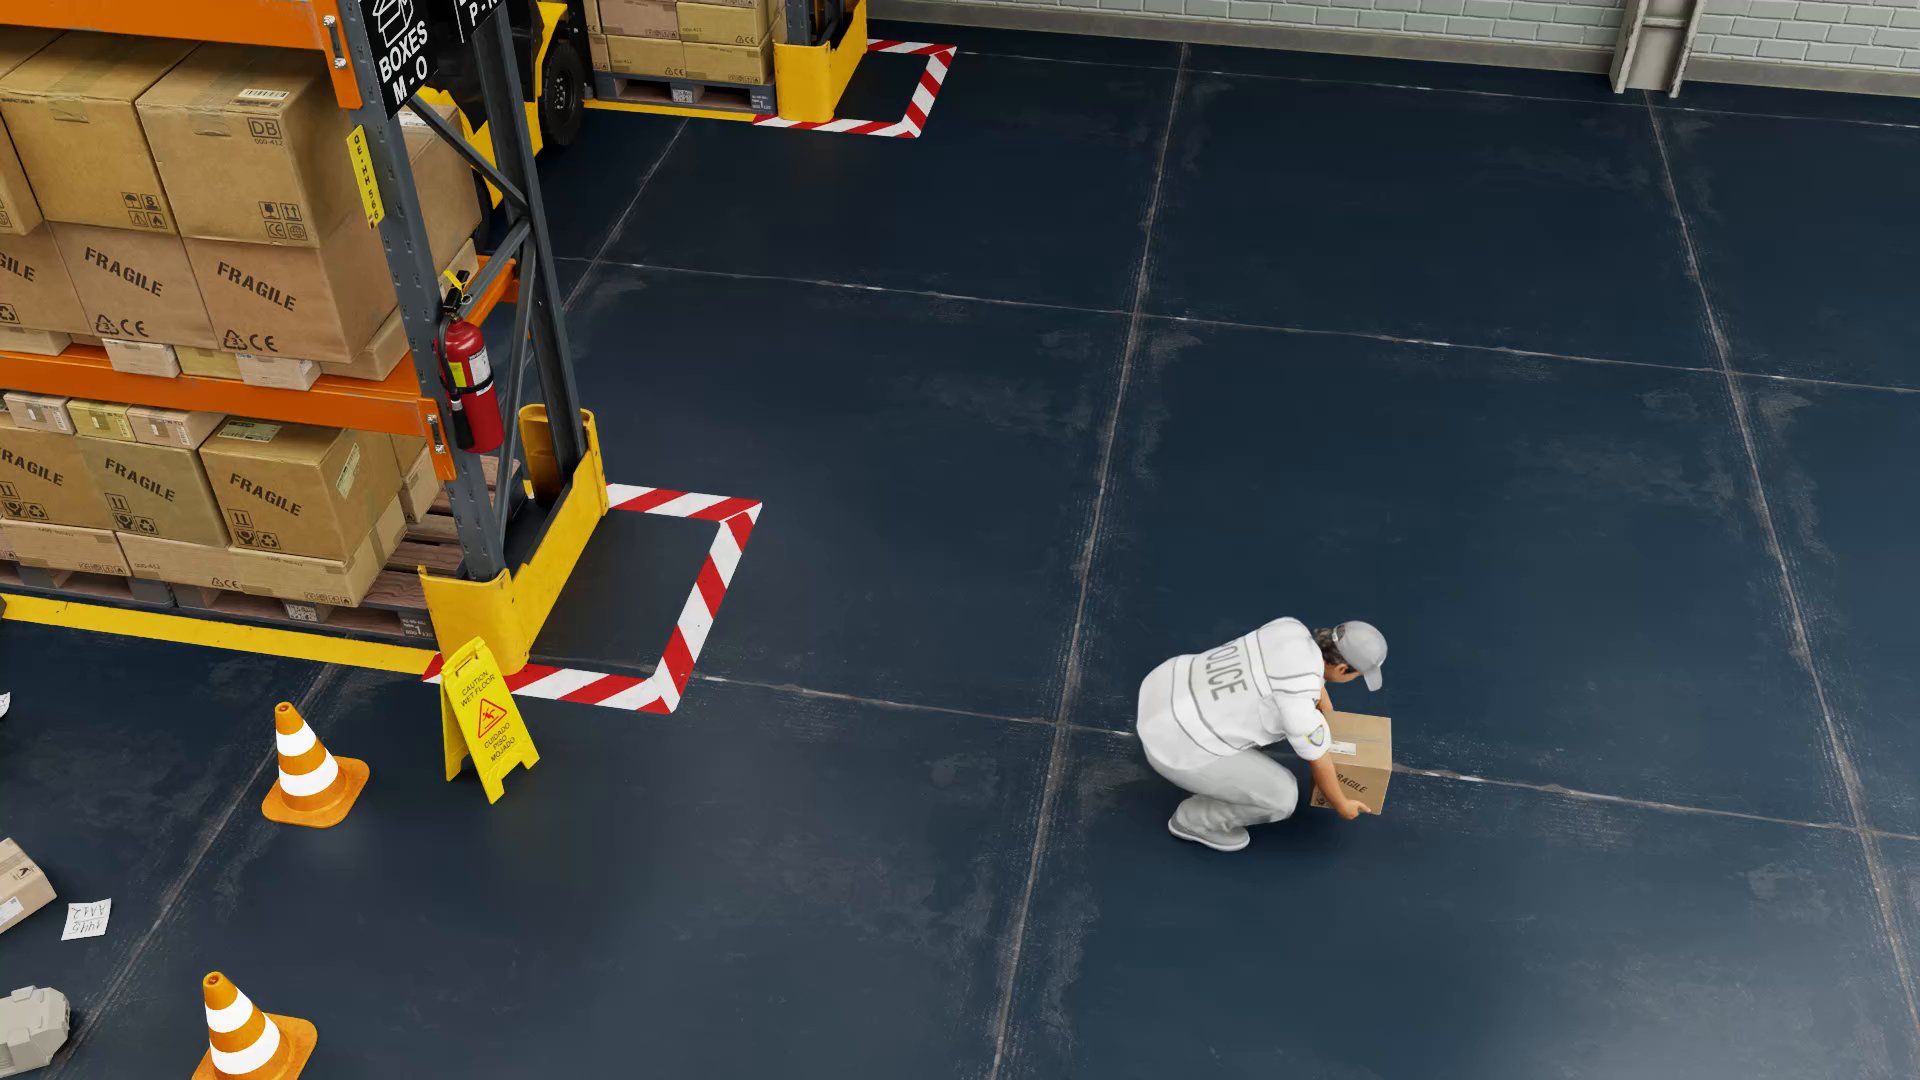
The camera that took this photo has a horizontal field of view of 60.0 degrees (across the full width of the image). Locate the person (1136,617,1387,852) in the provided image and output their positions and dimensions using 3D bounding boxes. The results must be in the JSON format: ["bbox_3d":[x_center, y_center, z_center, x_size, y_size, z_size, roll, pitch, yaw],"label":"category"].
[{"bbox_3d":[1.068,0.660,5.949,0.868,0.953,0.509,6,41,7],"label":"person"}]
